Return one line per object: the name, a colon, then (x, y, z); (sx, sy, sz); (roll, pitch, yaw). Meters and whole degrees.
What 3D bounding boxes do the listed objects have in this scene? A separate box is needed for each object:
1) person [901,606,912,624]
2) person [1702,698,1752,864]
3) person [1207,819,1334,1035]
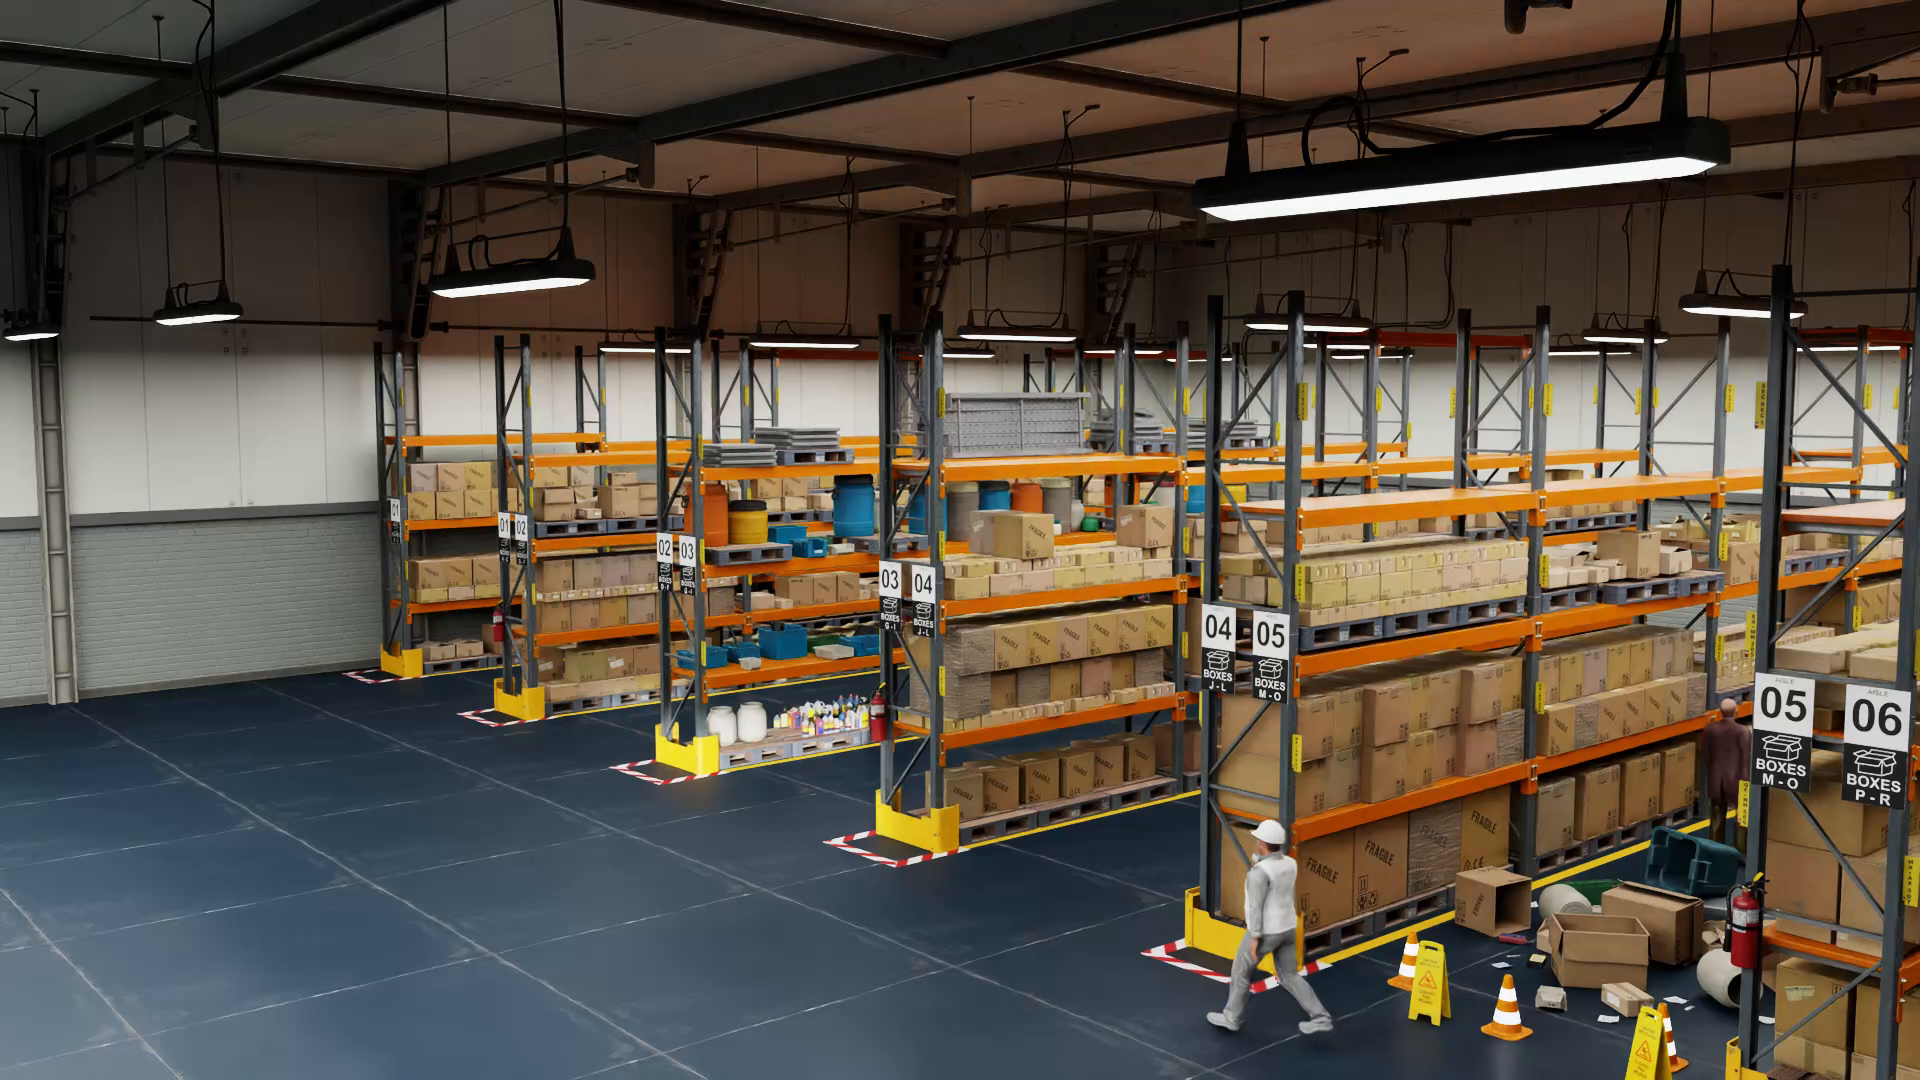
person: (-1.108, 1.219, 34.625); (0.952, 1.536, 0.418); (-5, 7, -43)
person: (8.373, 2.644, 18.151); (0.481, 1.842, 0.587); (-5, 7, -41)
person: (2.487, 3.092, 13.253); (0.553, 1.733, 1.012); (-5, 7, -44)
